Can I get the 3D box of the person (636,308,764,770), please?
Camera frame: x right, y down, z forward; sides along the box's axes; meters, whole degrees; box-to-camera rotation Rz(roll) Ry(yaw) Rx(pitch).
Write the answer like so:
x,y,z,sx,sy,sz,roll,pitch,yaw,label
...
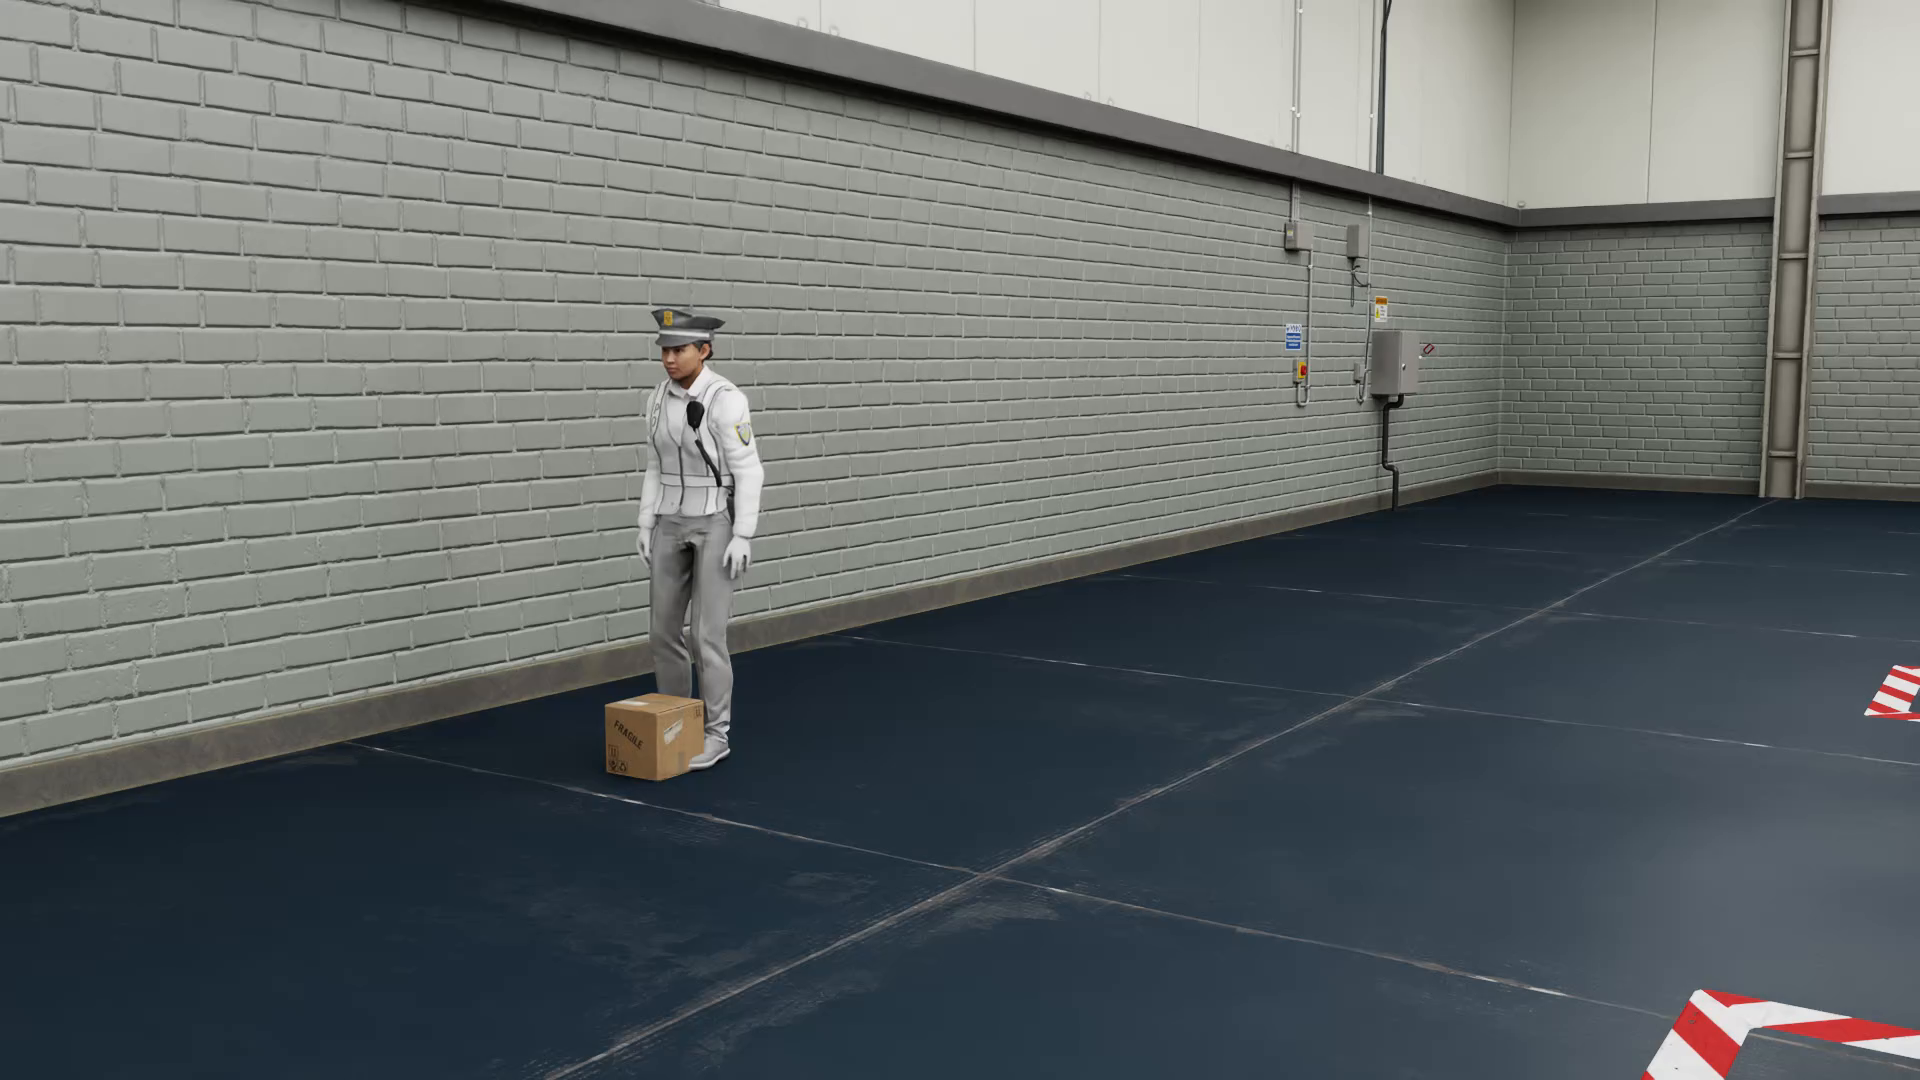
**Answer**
x,y,z,sx,sy,sz,roll,pitch,yaw,label
-0.982,-0.013,6.111,0.527,1.662,0.414,4,7,31,person
